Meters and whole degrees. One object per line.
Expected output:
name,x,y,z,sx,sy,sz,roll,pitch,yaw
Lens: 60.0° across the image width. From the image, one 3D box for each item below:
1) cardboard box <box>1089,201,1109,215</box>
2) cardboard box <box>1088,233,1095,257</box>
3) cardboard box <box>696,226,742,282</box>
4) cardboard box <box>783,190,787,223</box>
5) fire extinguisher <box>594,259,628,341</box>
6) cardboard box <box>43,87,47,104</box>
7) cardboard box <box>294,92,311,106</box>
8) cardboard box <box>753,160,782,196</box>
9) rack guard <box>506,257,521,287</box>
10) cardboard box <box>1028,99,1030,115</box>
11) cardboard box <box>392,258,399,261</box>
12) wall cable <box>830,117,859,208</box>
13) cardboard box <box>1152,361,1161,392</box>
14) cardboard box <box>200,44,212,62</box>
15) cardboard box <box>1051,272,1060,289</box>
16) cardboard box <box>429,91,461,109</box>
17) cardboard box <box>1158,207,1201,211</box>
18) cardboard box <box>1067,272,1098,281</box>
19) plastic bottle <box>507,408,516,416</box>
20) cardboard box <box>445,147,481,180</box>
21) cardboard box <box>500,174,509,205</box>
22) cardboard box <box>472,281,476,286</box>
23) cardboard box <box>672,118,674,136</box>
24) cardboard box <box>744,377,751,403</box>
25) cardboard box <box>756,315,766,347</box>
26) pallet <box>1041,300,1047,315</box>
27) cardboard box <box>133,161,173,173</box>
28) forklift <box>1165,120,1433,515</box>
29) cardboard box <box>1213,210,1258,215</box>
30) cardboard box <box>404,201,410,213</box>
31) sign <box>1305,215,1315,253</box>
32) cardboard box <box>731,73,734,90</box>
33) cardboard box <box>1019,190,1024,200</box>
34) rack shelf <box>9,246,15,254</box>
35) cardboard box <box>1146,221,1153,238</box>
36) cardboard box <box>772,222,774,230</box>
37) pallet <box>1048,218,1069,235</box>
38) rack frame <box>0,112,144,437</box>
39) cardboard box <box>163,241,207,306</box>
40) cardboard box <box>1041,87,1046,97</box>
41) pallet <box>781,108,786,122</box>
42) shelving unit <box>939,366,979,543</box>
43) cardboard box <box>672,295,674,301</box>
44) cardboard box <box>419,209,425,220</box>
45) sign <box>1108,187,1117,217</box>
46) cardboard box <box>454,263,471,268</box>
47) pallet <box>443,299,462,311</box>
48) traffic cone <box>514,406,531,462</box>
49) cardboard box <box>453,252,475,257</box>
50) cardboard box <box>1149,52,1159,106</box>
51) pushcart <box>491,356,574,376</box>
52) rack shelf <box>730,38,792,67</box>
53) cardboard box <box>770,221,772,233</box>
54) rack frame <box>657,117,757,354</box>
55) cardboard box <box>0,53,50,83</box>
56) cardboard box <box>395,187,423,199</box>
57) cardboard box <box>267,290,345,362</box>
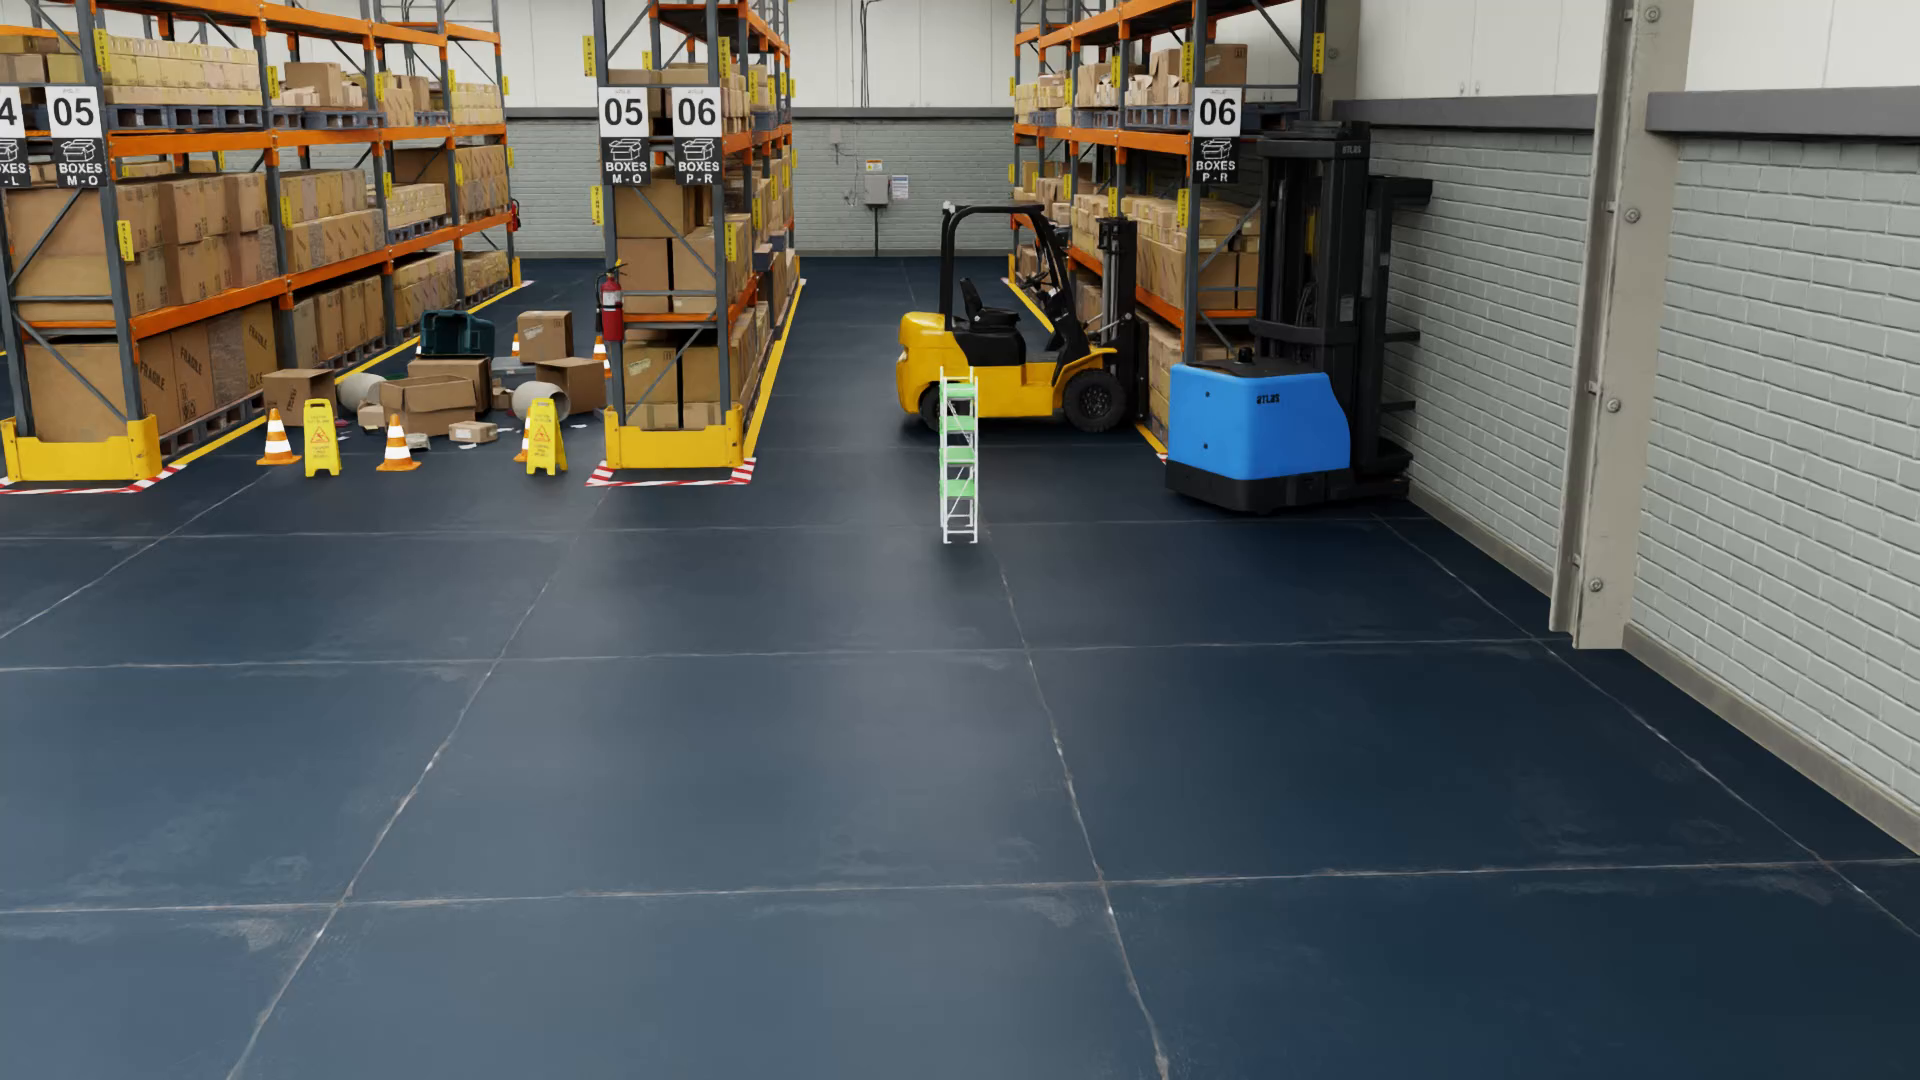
cardboard box,1.769,-4.002,20.057,0.380,0.149,0.250,-1,14,-5
cardboard box,1.846,-3.601,20.304,0.500,0.250,0.500,0,14,-2
cardboard box,-2.313,-2.673,15.598,0.500,0.500,0.500,-1,14,-5
cardboard box,-3.003,-5.257,26.237,0.500,0.500,0.500,0,14,-2
fire extinguisher,-2.945,-2.030,14.052,0.296,0.674,0.183,-1,14,-3
cardboard box,-7.800,-3.725,13.923,0.380,0.149,0.250,-1,14,-3
cardboard box,-7.501,-4.932,18.615,0.380,0.149,0.250,-1,14,-3
cardboard box,-2.918,-5.384,24.726,0.500,0.500,0.500,-1,14,-2
rack guard,-8.413,-4.751,29.489,1.175,0.500,0.348,-1,14,-3
cardboard box,1.376,-7.062,27.138,0.500,0.250,0.500,-1,14,-2
cardboard box,-8.325,-3.895,23.813,0.500,0.250,0.500,0,14,-1
wall cable,-2.441,-8.001,35.065,0.588,1.984,0.122,-1,14,-3
cardboard box,2.100,-1.536,15.647,0.500,0.250,0.500,-1,14,-4
cardboard box,-7.256,-4.565,15.591,0.380,0.149,0.250,-1,14,-4
cardboard box,1.619,-3.649,24.361,0.500,0.500,0.500,-1,14,-5
cardboard box,-7.960,-6.732,25.447,0.500,0.250,0.500,0,14,-2
cardboard box,2.129,-3.155,16.167,0.380,0.149,0.250,-1,14,-3
cardboard box,1.683,-3.596,22.855,0.380,0.149,0.250,-2,15,-6
plastic bottle,-4.532,-1.325,17.053,0.133,0.061,0.283,2,15,6
cardboard box,-8.002,-6.033,26.651,0.500,0.500,0.500,-1,14,-3
cardboard box,-8.133,-6.065,28.783,0.500,0.500,0.500,-1,14,-2
cardboard box,-8.021,-4.094,26.796,0.380,0.149,0.250,-1,14,-5
cardboard box,-2.294,-3.586,14.427,0.380,0.149,0.250,-1,14,-5
cardboard box,-2.336,-1.442,16.288,0.500,0.250,0.500,0,14,0
cardboard box,-2.867,-2.511,20.196,0.950,0.372,0.625,0,14,-2
pallet,1.807,-3.613,25.645,1.003,0.211,1.213,-1,14,-3
cardboard box,-13.583,-6.116,27.976,0.500,0.500,0.500,-1,14,-5
forklift,3.194,-1.849,13.332,3.031,2.935,1.130,-8,16,-27
cardboard box,2.600,-3.032,15.692,0.380,0.149,0.250,0,14,-2
cardboard box,-7.820,-4.599,22.944,0.380,0.149,0.250,-1,14,-3
sign,3.016,-2.645,14.392,0.100,0.325,0.005,-1,14,-3
cardboard box,-2.282,-4.227,15.321,0.380,0.149,0.250,0,14,-2
cardboard box,1.296,-5.863,28.497,0.500,0.250,0.500,-1,14,-4
rack shelf,-13.002,-4.089,23.342,1.077,0.370,4.000,-1,14,-3
cardboard box,2.047,-3.070,16.435,0.380,0.149,0.250,-1,14,-5
cardboard box,-2.767,-4.146,22.420,0.500,0.250,0.500,-1,14,-4
pallet,1.841,-4.561,24.118,1.003,0.211,1.213,-1,14,-3
rack frame,-7.426,-2.002,13.786,1.000,3.000,0.127,-1,14,-3
cardboard box,-7.460,-2.443,15.202,0.875,0.550,0.550,-1,14,-3
cardboard box,1.403,-6.618,24.573,0.380,0.149,0.250,-1,14,-4
pallet,-3.276,-6.701,26.208,1.003,0.211,1.213,-1,14,-3
shelving unit,-0.010,-0.622,12.037,0.258,1.200,0.503,-1,14,-3
cardboard box,-2.771,-2.326,15.551,0.380,0.149,0.250,-1,14,-3
cardboard box,-7.863,-4.648,23.733,0.380,0.149,0.250,0,14,-1
sign,1.673,-3.687,18.172,0.100,0.325,0.005,-1,14,-3
cardboard box,-8.007,-4.317,26.471,0.380,0.149,0.250,-1,14,-4
pallet,-8.120,-3.442,24.980,1.003,0.211,1.213,-1,14,-3
traffic cone,-3.806,-0.962,14.835,0.336,0.463,0.334,-1,14,-3
cardboard box,-8.587,-4.889,28.694,0.380,0.149,0.250,-1,14,-2
cardboard box,2.230,-4.444,16.008,0.797,0.503,0.637,0,14,-2
pushcart,-5.012,-1.780,18.189,1.648,0.377,0.936,-6,16,-23
rack shelf,-3.359,-7.948,27.105,1.077,0.370,4.000,-1,14,-3
cardboard box,-2.583,-3.969,21.094,0.380,0.149,0.250,-1,14,-4
rack frame,-2.740,-3.098,18.047,1.000,3.000,0.127,-1,14,-3
cardboard box,-7.735,-3.895,13.785,0.500,0.250,0.500,-1,14,-3
cardboard box,-7.870,-4.935,23.654,0.380,0.149,0.250,-2,15,-6
cardboard box,-7.858,-2.503,19.407,1.050,0.750,0.750,-1,14,-3
